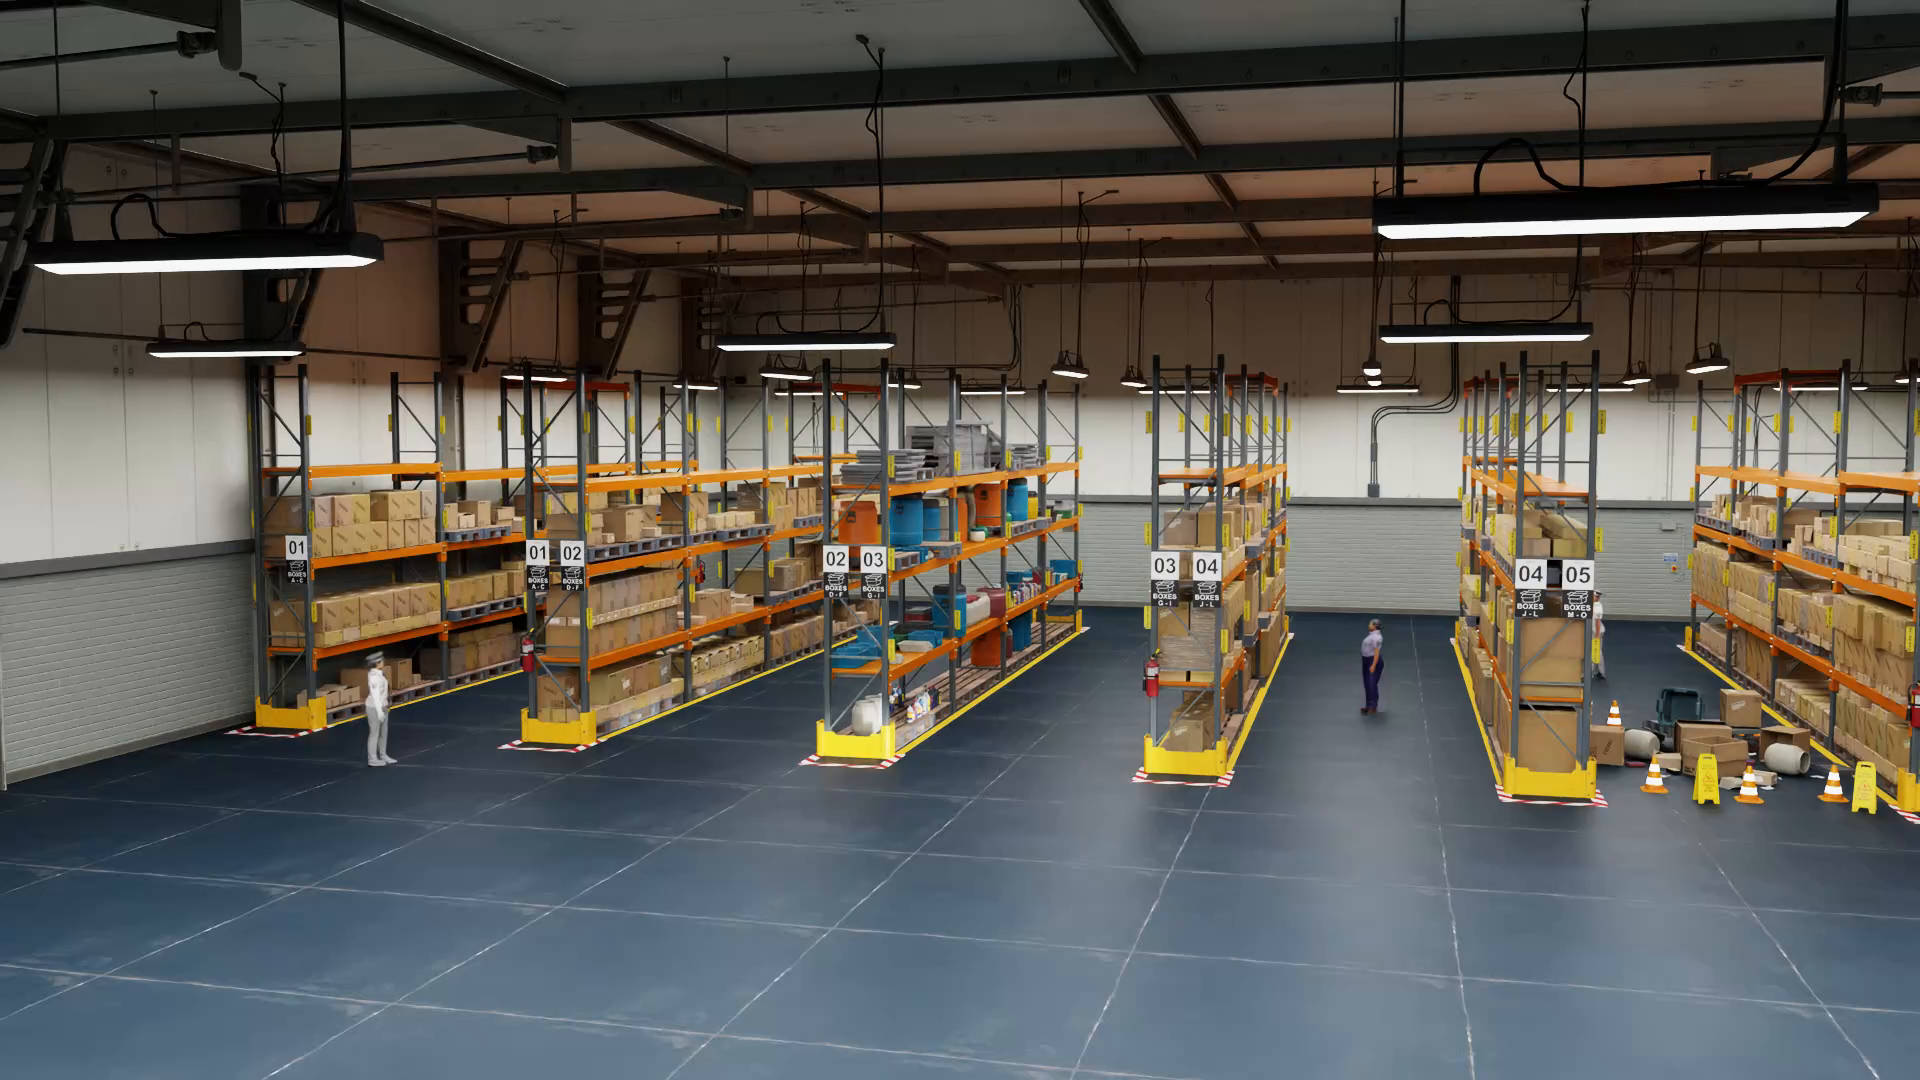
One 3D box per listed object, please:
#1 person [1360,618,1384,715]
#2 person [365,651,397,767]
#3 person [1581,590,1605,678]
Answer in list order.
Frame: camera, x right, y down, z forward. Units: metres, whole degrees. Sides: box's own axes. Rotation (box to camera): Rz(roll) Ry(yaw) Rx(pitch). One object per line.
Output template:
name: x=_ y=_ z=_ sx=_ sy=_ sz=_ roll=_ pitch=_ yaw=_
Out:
person: x=7.149 y=2.212 z=29.000 sx=0.469 sy=1.679 sz=0.526 roll=-1 pitch=4 yaw=-17
person: x=-8.553 y=2.482 z=24.459 sx=0.363 sy=1.694 sz=0.526 roll=0 pitch=4 yaw=0
person: x=12.578 y=1.847 z=33.037 sx=0.476 sy=1.771 sz=0.564 roll=3 pitch=5 yaw=36
